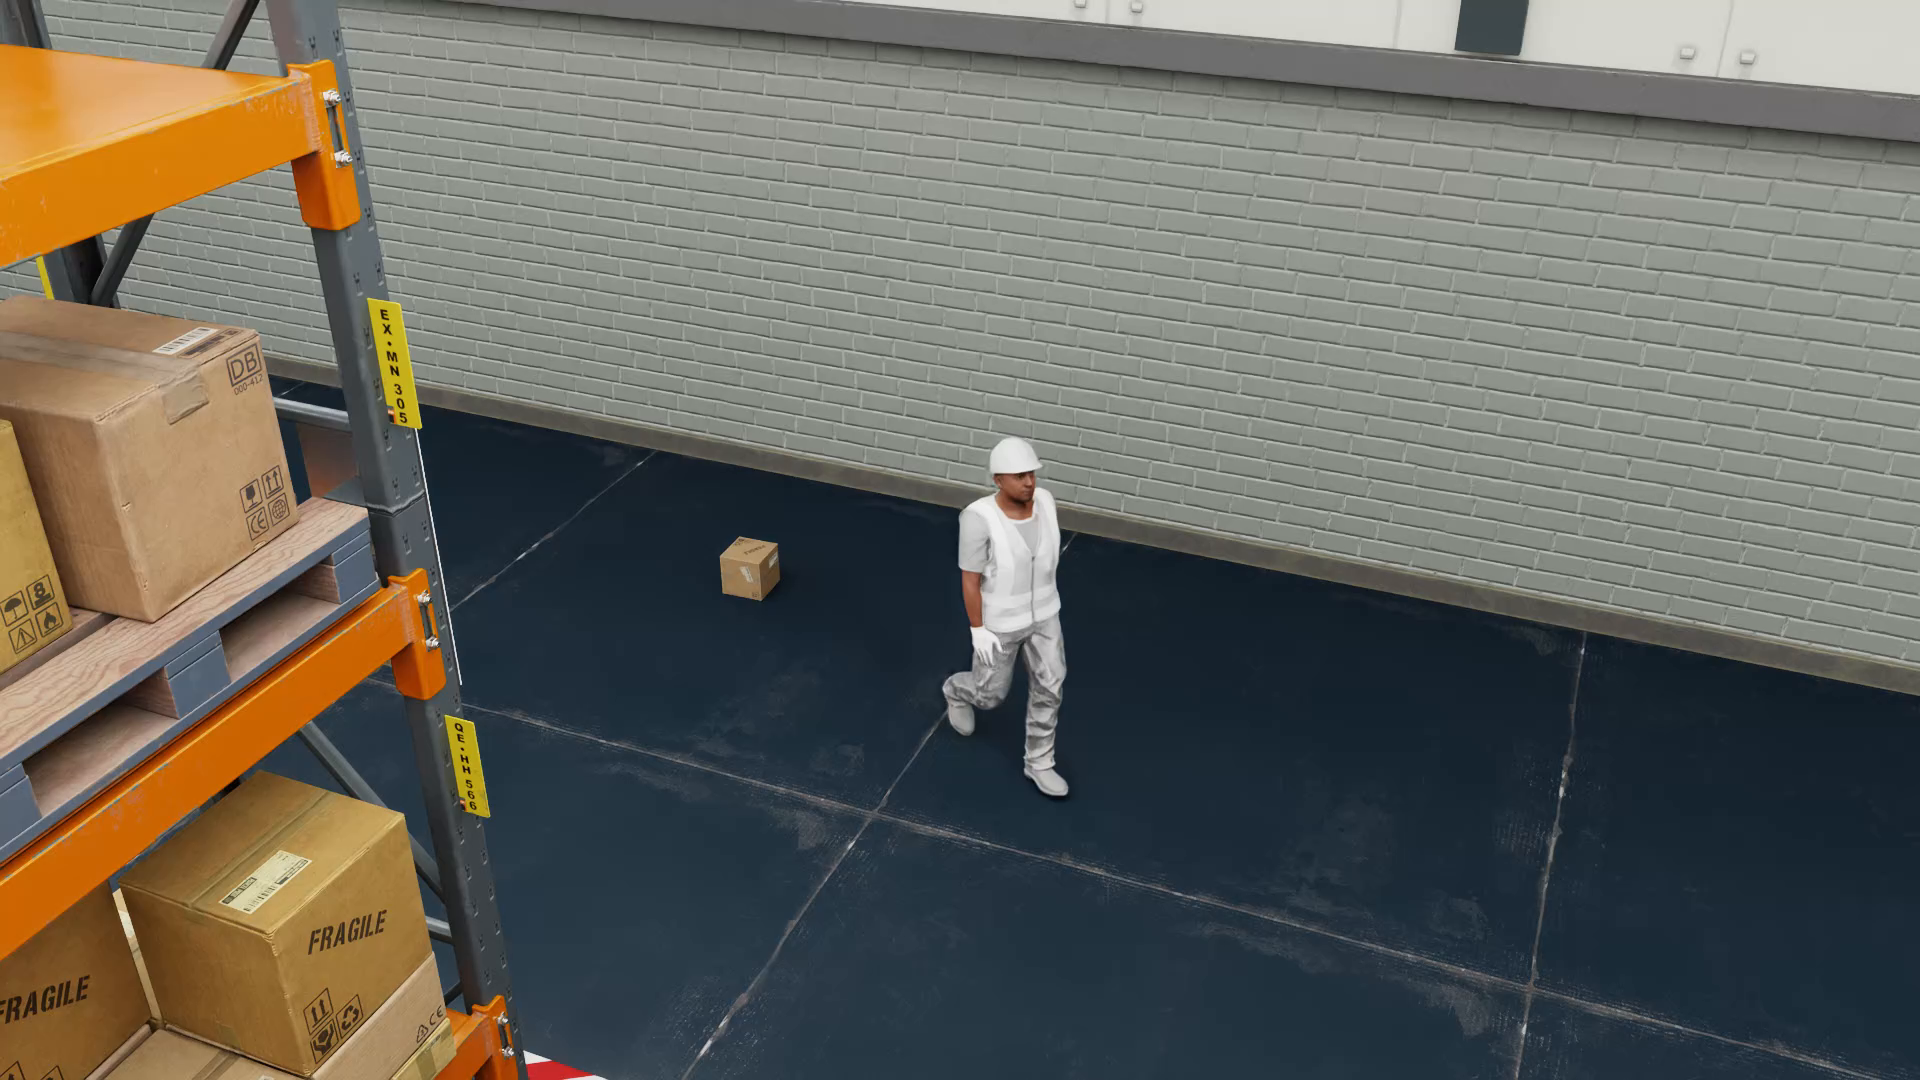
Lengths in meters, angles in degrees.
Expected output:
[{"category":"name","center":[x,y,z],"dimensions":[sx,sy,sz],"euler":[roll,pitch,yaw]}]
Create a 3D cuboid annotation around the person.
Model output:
[{"category":"person","center":[0.223,0.326,7.788],"dimensions":[0.540,1.757,0.831],"euler":[-16,33,-26]}]
